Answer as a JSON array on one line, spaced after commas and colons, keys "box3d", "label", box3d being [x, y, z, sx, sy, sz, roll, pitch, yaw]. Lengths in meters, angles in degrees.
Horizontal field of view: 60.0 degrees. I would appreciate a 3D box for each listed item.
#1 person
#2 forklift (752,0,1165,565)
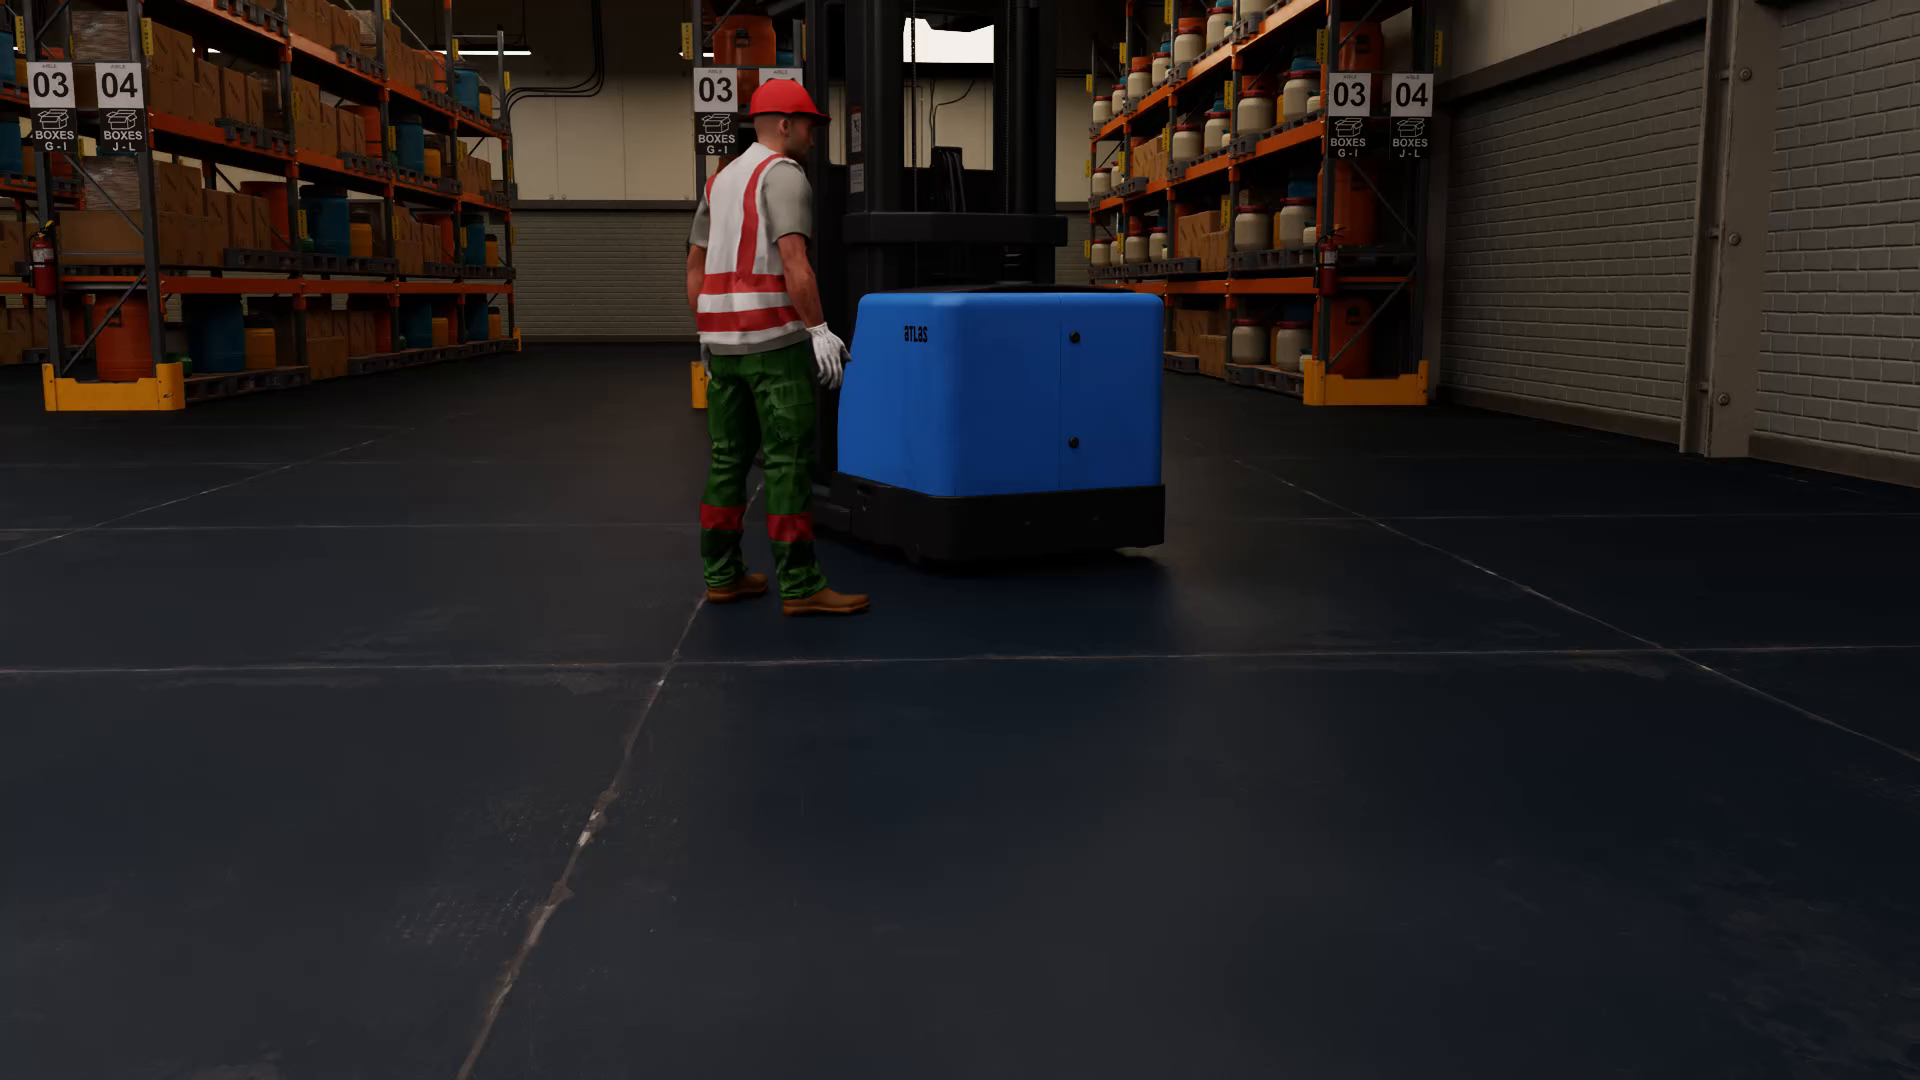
[{"box3d": [-0.631, -0.644, 5.600, 0.476, 1.779, 0.687, -8, 11, -42], "label": "person"}, {"box3d": [-0.264, -1.530, 7.637, 1.130, 2.935, 3.031, -4, 9, -25], "label": "forklift"}]
